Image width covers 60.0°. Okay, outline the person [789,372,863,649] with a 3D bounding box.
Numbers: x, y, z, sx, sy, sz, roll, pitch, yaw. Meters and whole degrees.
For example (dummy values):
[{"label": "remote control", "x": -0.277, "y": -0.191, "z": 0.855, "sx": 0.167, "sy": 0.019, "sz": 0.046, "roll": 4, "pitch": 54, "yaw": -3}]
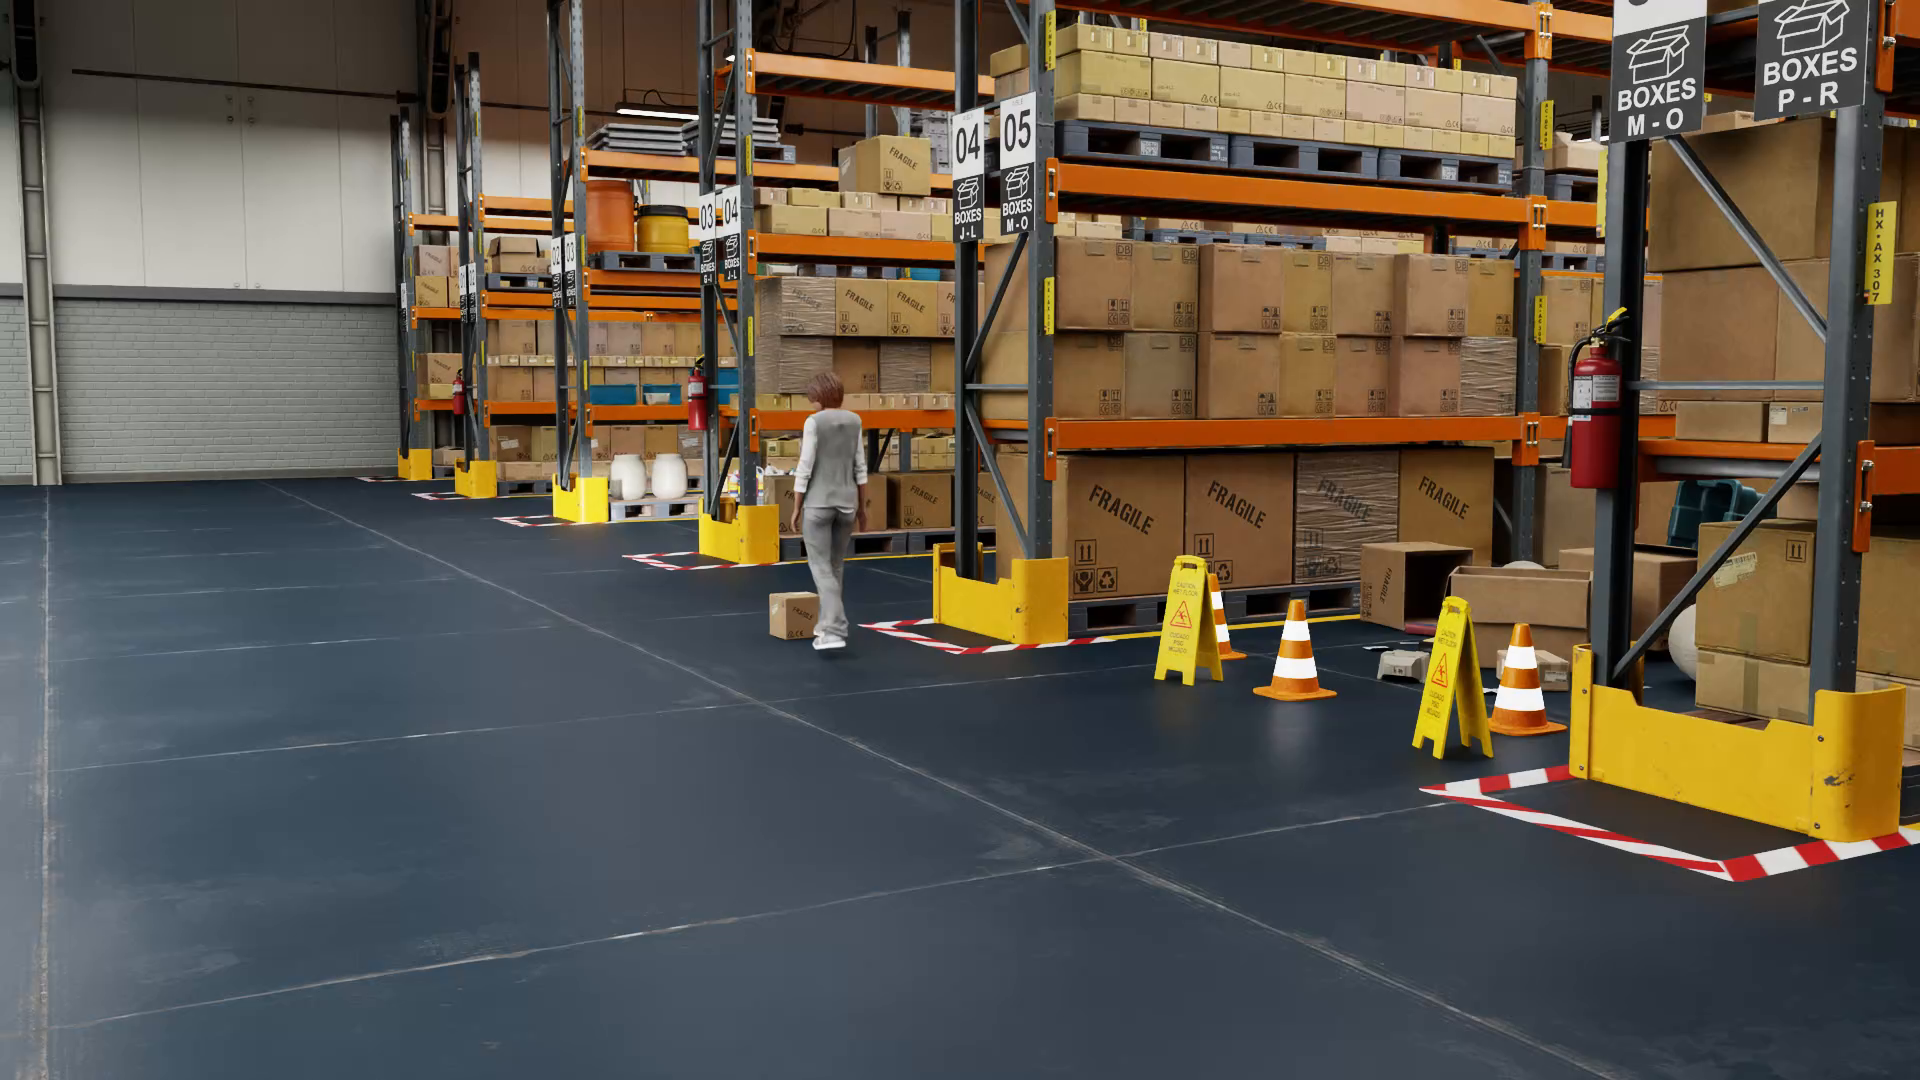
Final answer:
[{"label": "person", "x": -0.796, "y": -0.177, "z": 9.525, "sx": 0.454, "sy": 1.563, "sz": 0.700, "roll": -3, "pitch": 6, "yaw": -33}]
